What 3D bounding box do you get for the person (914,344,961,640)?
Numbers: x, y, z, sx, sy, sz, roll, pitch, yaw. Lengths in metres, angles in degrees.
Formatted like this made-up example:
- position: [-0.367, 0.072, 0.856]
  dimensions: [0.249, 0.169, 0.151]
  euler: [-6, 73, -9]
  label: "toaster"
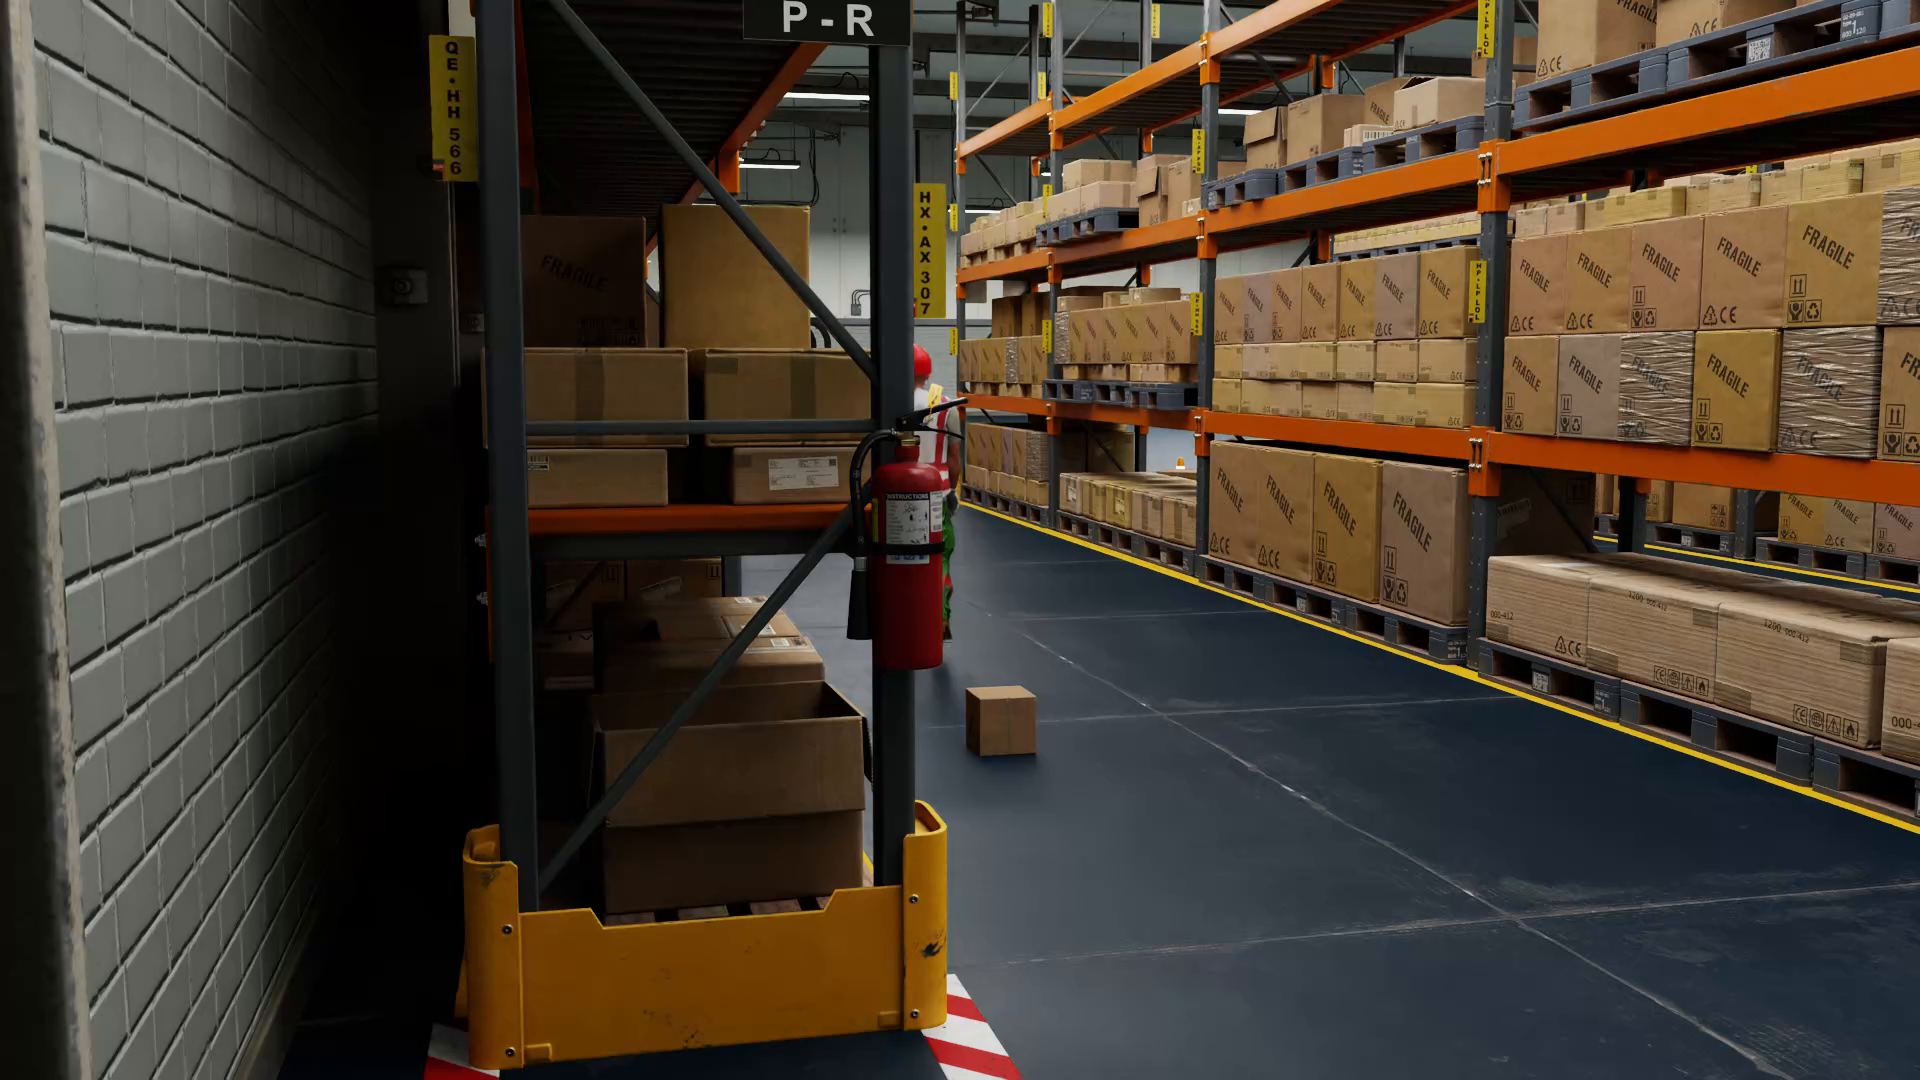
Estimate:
- position: [-0.250, -0.250, 9.614]
  dimensions: [0.531, 1.749, 1.005]
  euler: [-1, 6, -7]
  label: "person"
